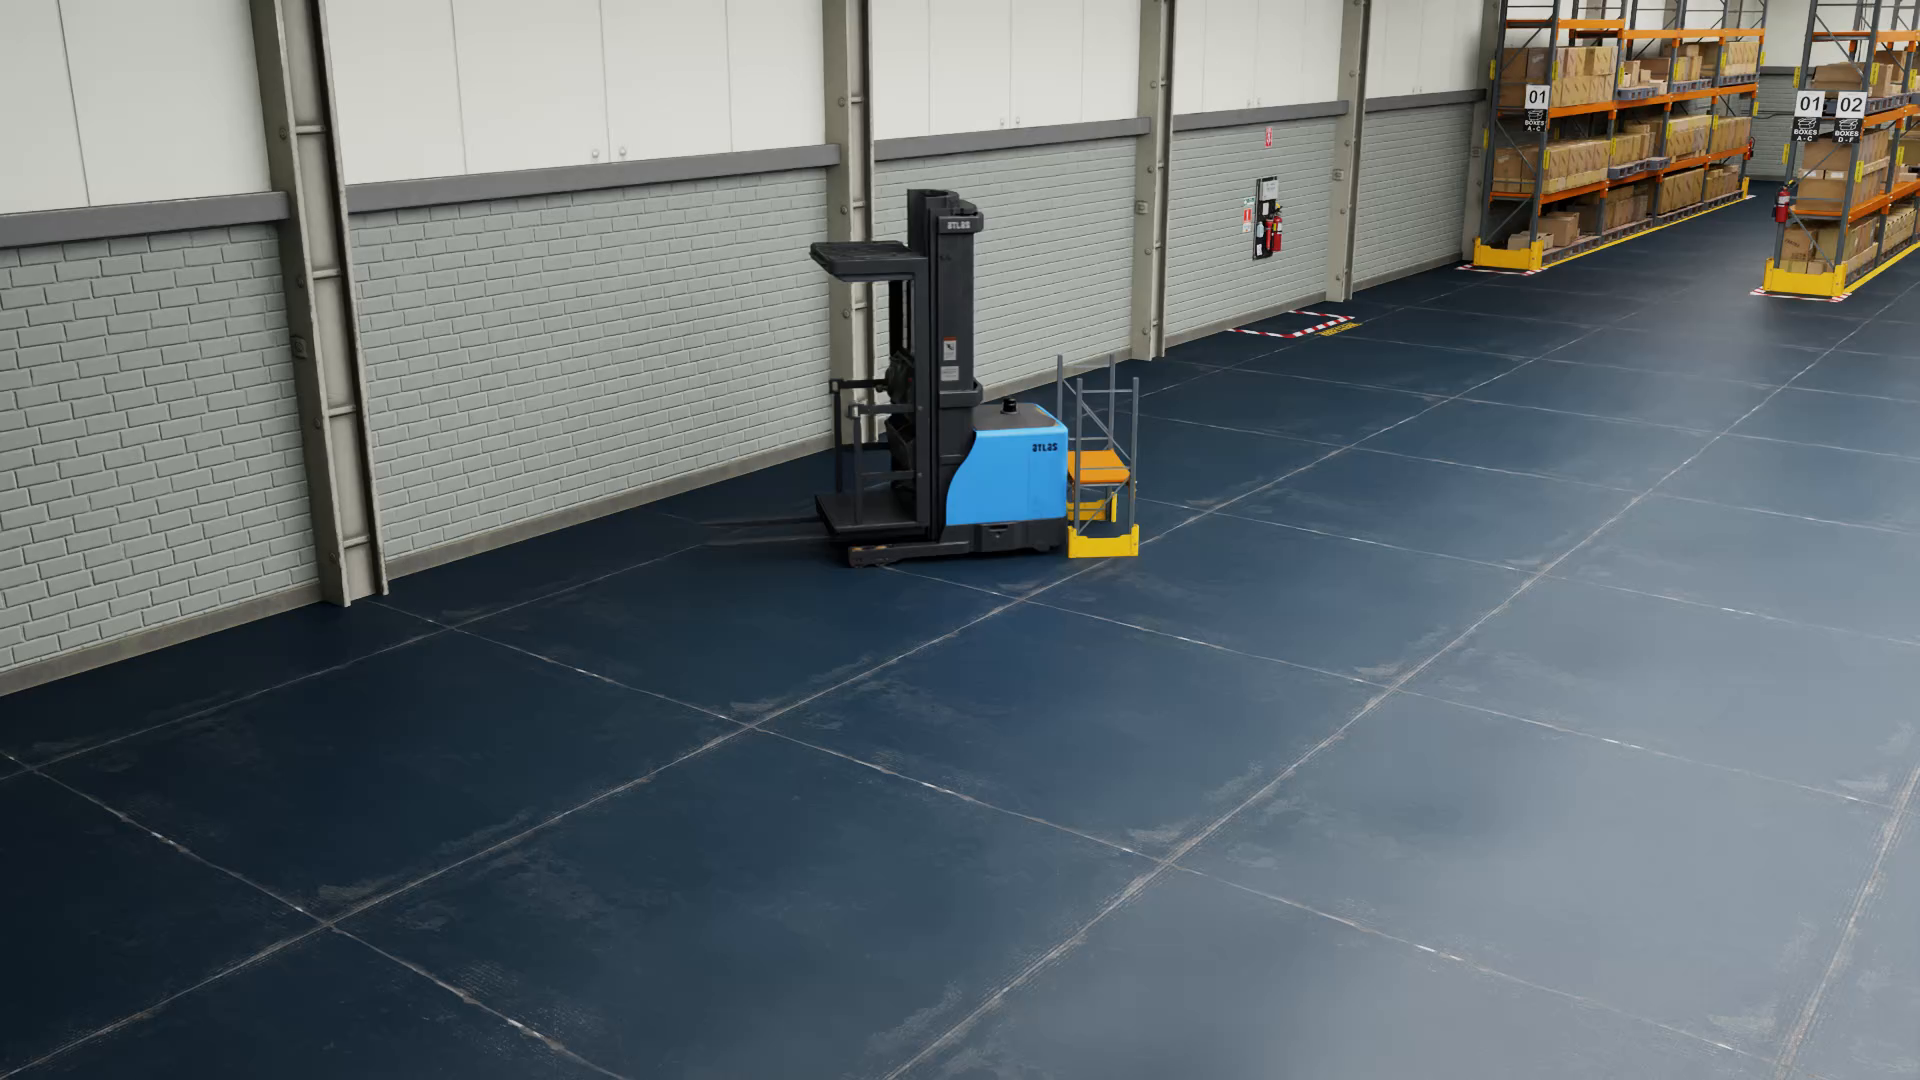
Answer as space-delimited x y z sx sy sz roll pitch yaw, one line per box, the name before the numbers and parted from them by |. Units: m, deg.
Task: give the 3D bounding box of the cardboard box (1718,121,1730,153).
cardboard box | 17.832 -9.695 39.901 0.980 0.700 0.700 12 21 33

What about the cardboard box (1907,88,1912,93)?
cardboard box | 17.458 -8.479 30.977 0.500 0.250 0.500 10 20 30

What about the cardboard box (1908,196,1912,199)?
cardboard box | 19.940 -7.076 35.445 0.500 0.500 0.500 13 21 35

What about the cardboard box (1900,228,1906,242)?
cardboard box | 17.929 -5.902 32.120 0.500 0.250 0.500 13 21 36

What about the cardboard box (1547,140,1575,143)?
cardboard box | 11.530 -7.446 32.118 0.500 0.500 0.500 12 21 34

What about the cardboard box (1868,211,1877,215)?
cardboard box | 17.493 -6.261 32.329 0.500 0.311 0.500 12 21 33

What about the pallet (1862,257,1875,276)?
pallet | 15.762 -4.959 29.858 1.003 0.211 1.213 12 21 35

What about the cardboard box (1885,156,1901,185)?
cardboard box | 17.667 -7.071 31.787 0.500 0.500 0.500 11 20 32

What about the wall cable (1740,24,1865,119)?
wall cable | 23.096 -12.872 45.756 3.097 2.526 0.112 12 21 35

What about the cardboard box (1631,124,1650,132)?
cardboard box | 14.491 -8.780 35.457 0.380 0.149 0.250 9 20 28

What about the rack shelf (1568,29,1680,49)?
rack shelf | 13.481 -10.154 33.657 1.077 0.370 4.000 12 21 35

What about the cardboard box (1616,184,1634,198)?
cardboard box | 13.896 -7.369 35.125 0.500 0.250 0.500 13 21 36

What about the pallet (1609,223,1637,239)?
pallet | 13.478 -6.493 34.798 1.003 0.211 1.213 12 21 35

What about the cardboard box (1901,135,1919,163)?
cardboard box | 19.636 -8.028 34.161 0.500 0.500 0.700 -15 23 -40

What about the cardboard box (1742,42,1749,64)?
cardboard box | 18.611 -11.708 39.940 0.500 0.500 0.500 11 21 32

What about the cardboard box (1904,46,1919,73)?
cardboard box | 18.918 -9.486 32.822 0.500 0.500 0.500 12 21 35

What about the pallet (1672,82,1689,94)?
pallet | 15.014 -9.805 36.022 1.213 0.211 1.003 14 22 37

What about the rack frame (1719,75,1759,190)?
rack frame | 19.439 -10.206 42.050 1.000 3.000 0.127 12 21 35

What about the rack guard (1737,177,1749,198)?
rack guard | 19.454 -9.018 42.439 1.175 0.500 0.348 12 21 35

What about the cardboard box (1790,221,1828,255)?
cardboard box | 14.551 -5.187 28.553 0.500 0.500 0.500 12 21 35

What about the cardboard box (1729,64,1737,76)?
cardboard box | 17.994 -11.099 39.245 0.500 0.250 0.500 12 21 34

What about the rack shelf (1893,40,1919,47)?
rack shelf | 19.845 -10.233 33.909 1.077 0.370 4.000 12 21 35

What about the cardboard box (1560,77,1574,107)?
cardboard box | 10.655 -8.042 29.822 0.500 0.500 0.500 14 22 38

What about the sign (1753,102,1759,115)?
sign | 19.867 -10.773 41.524 0.100 0.325 0.005 12 21 35

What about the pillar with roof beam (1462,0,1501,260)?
pillar with roof beam | 13.086 -8.819 27.468 9.100 9.000 0.400 12 21 35

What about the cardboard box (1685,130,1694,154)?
cardboard box | 16.088 -8.937 37.260 0.500 0.500 0.500 13 22 36

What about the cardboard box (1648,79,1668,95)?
cardboard box | 14.460 -9.481 34.774 0.500 0.311 0.500 12 21 35

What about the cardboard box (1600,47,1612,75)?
cardboard box | 11.889 -9.015 31.268 0.500 0.500 0.500 14 22 38

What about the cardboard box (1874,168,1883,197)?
cardboard box | 16.011 -6.414 29.672 0.700 0.500 0.500 12 21 33

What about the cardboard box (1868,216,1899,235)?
cardboard box | 17.326 -5.925 31.247 0.500 0.311 0.500 12 21 33

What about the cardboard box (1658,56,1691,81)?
cardboard box | 15.814 -10.501 37.034 0.700 0.500 0.500 12 21 35

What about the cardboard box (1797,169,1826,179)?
cardboard box | 13.961 -6.003 27.253 0.380 0.149 0.250 12 21 34

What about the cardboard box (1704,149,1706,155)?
cardboard box | 17.082 -9.012 38.596 0.380 0.149 0.250 13 21 35

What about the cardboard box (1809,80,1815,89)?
cardboard box | 14.361 -7.470 27.490 0.500 0.250 0.500 12 21 35

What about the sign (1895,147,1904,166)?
sign | 16.717 -6.827 29.576 0.100 0.325 0.005 12 21 35

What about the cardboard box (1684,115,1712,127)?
cardboard box | 16.983 -9.654 38.305 0.500 0.250 0.500 13 22 36

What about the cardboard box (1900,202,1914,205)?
cardboard box | 19.461 -6.626 33.995 0.500 0.500 0.500 12 21 33

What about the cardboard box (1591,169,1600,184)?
cardboard box | 11.947 -7.002 31.953 0.500 0.250 0.500 13 21 35

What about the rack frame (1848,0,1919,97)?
rack frame | 16.270 -9.338 29.141 1.000 3.000 0.127 12 21 35

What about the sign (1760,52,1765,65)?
sign | 19.867 -11.924 41.166 0.100 0.325 0.005 12 21 35

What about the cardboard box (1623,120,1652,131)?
cardboard box | 14.735 -9.012 36.237 0.500 0.250 0.500 13 22 36

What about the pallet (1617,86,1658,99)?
pallet | 13.358 -9.066 33.640 1.213 0.211 1.003 12 21 35

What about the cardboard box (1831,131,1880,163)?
cardboard box | 15.412 -6.794 28.707 0.700 0.500 0.500 12 21 35

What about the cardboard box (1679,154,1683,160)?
cardboard box | 15.960 -8.595 37.252 0.380 0.149 0.250 13 21 35

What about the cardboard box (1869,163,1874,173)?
cardboard box | 15.366 -6.362 28.411 0.380 0.149 0.250 13 22 36

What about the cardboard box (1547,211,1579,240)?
cardboard box | 11.703 -6.110 32.333 0.500 0.500 0.500 11 20 31

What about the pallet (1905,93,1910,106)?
pallet | 16.785 -8.027 30.298 0.805 0.209 1.217 11 21 33

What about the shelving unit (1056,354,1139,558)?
shelving unit | 1.138 -0.736 14.084 0.587 1.500 1.083 -2 17 -5

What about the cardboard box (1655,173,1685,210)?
cardboard box | 15.743 -7.834 37.329 0.750 0.750 0.750 12 21 34

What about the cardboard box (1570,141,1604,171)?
cardboard box | 11.963 -7.357 31.830 0.500 0.500 0.500 12 21 34

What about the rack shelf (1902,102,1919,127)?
rack shelf | 17.462 -8.038 31.226 1.077 0.370 4.000 12 21 35

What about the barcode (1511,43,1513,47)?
barcode | 9.927 -8.897 29.911 0.001 0.075 0.075 12 21 35

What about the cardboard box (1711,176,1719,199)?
cardboard box | 17.886 -8.539 40.189 0.700 0.500 0.500 12 21 34

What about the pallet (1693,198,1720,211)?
pallet | 17.572 -8.089 39.935 1.003 0.211 1.213 12 21 35

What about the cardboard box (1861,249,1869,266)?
cardboard box | 15.577 -4.972 29.126 0.500 0.250 0.500 12 21 35

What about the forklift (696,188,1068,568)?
forklift | -0.671 -1.341 13.620 3.031 2.935 1.130 -4 18 -13
